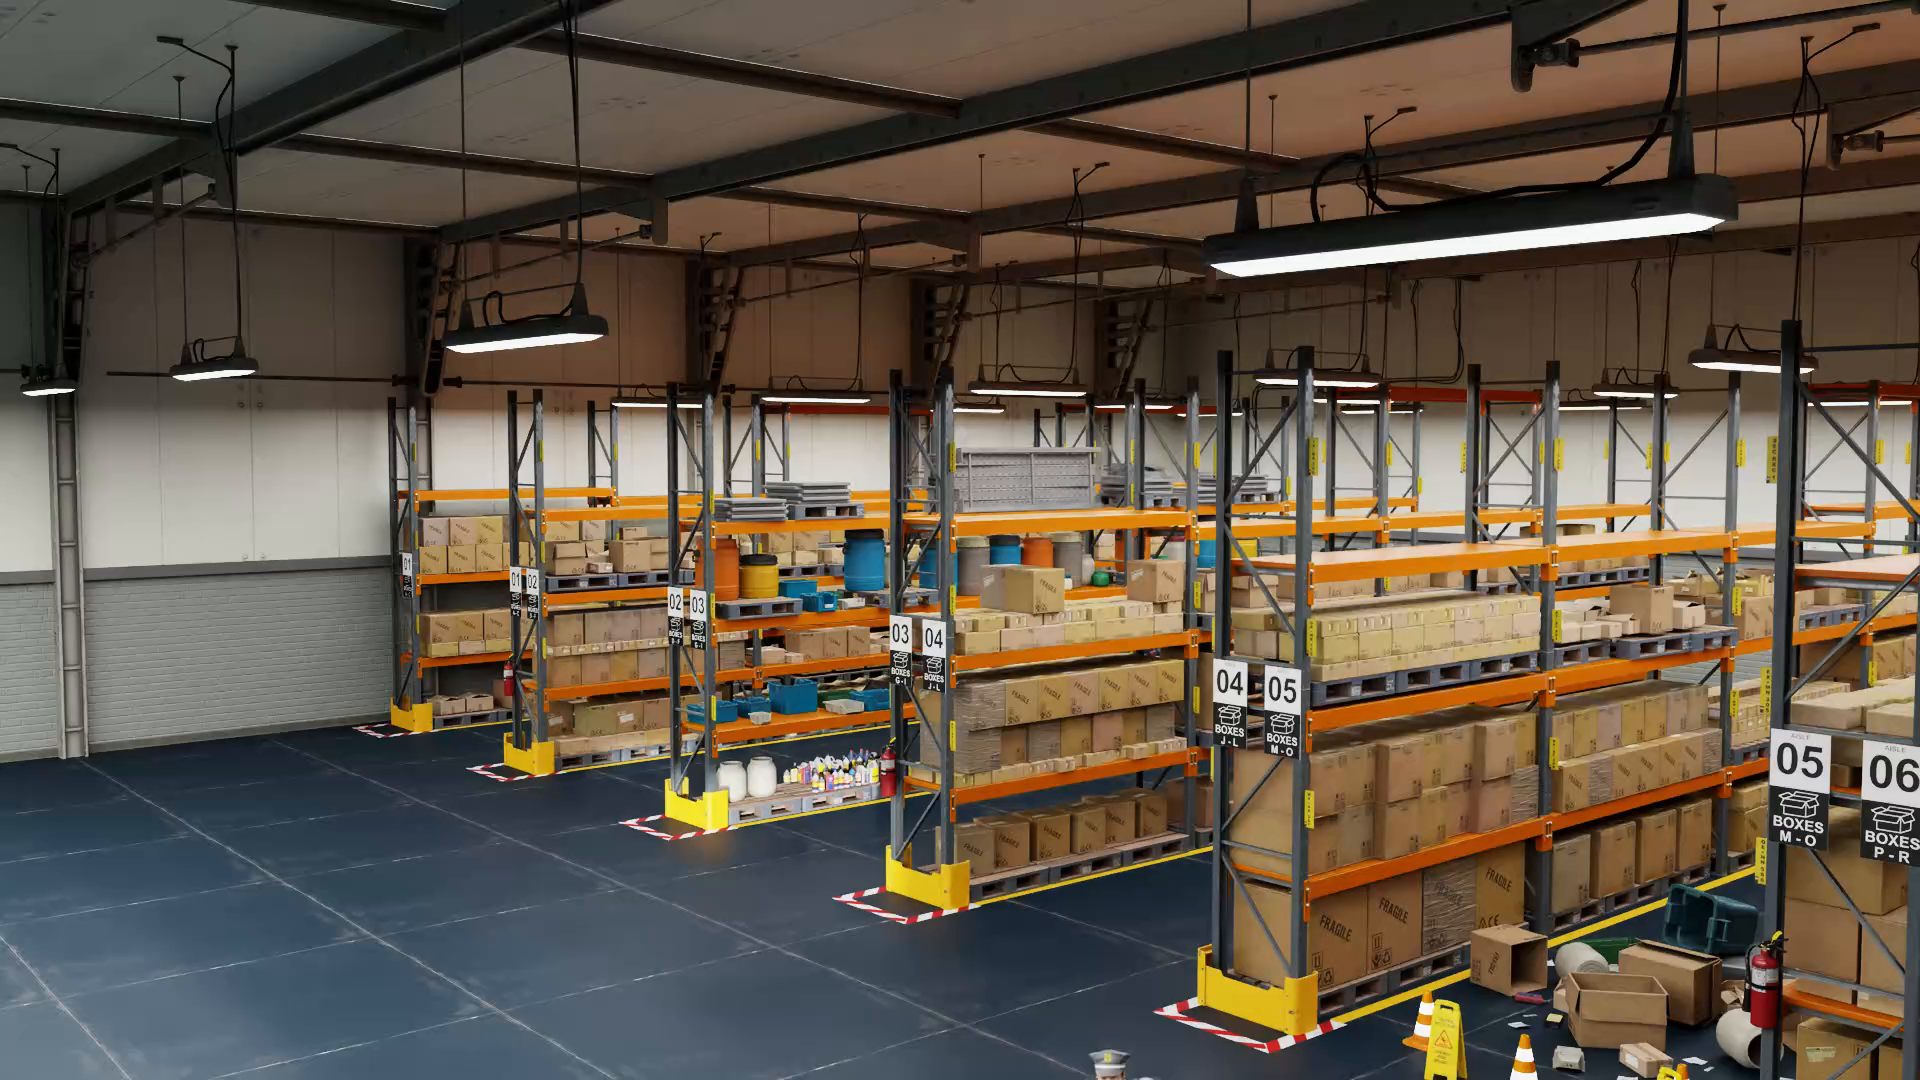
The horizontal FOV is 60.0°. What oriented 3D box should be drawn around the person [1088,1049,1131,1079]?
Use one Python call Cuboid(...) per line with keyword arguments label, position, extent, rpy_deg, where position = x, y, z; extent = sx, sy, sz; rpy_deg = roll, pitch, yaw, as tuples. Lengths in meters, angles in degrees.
Cuboid(label="person", position=(0.903, 3.760, 9.877), extent=(0.602, 1.676, 0.900), rpy_deg=(1, 3, 13))
